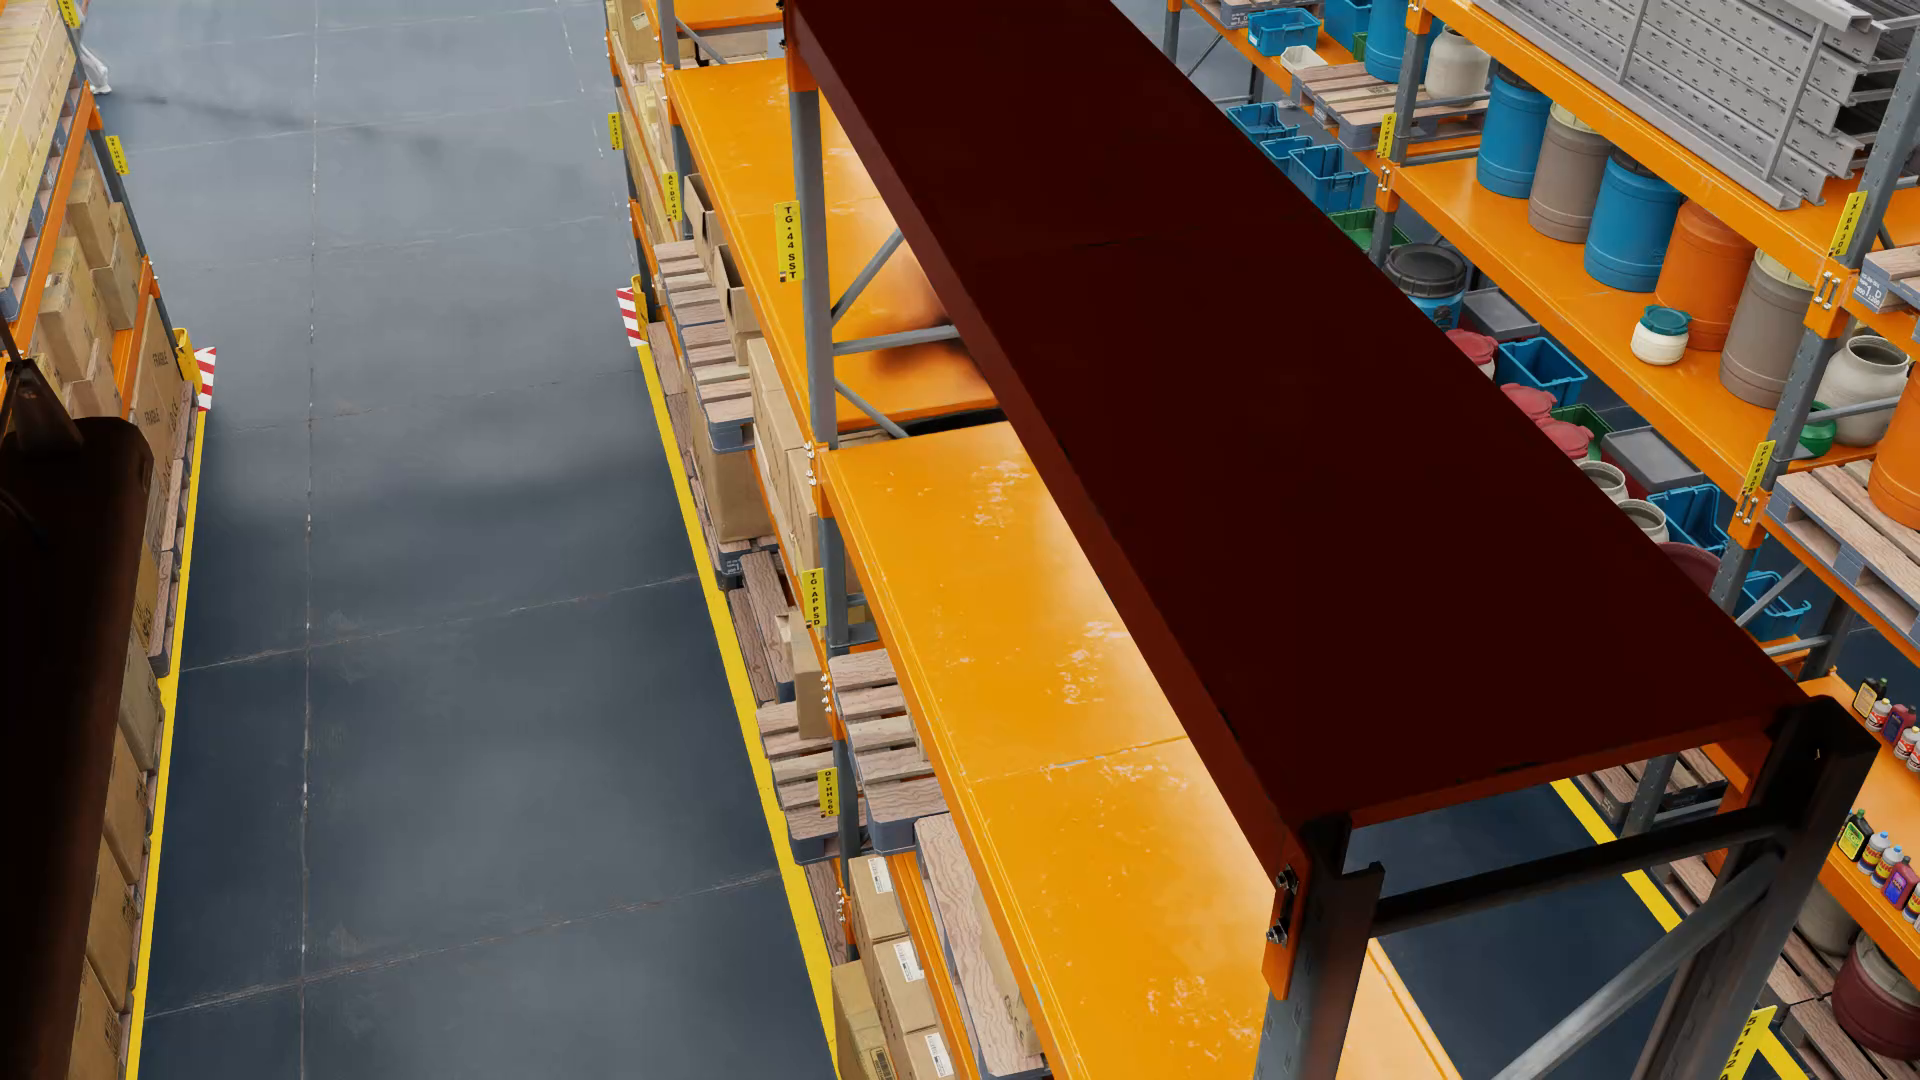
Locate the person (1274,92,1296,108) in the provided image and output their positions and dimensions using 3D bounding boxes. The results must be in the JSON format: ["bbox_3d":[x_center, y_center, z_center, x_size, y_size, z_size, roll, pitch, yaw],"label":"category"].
[{"bbox_3d":[3.998,-5.631,18.601,0.816,1.679,0.601,4,39,5],"label":"person"}]

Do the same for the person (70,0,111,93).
[{"bbox_3d":[-10.181,-5.900,18.946,0.569,1.637,0.573,11,40,13],"label":"person"}]
